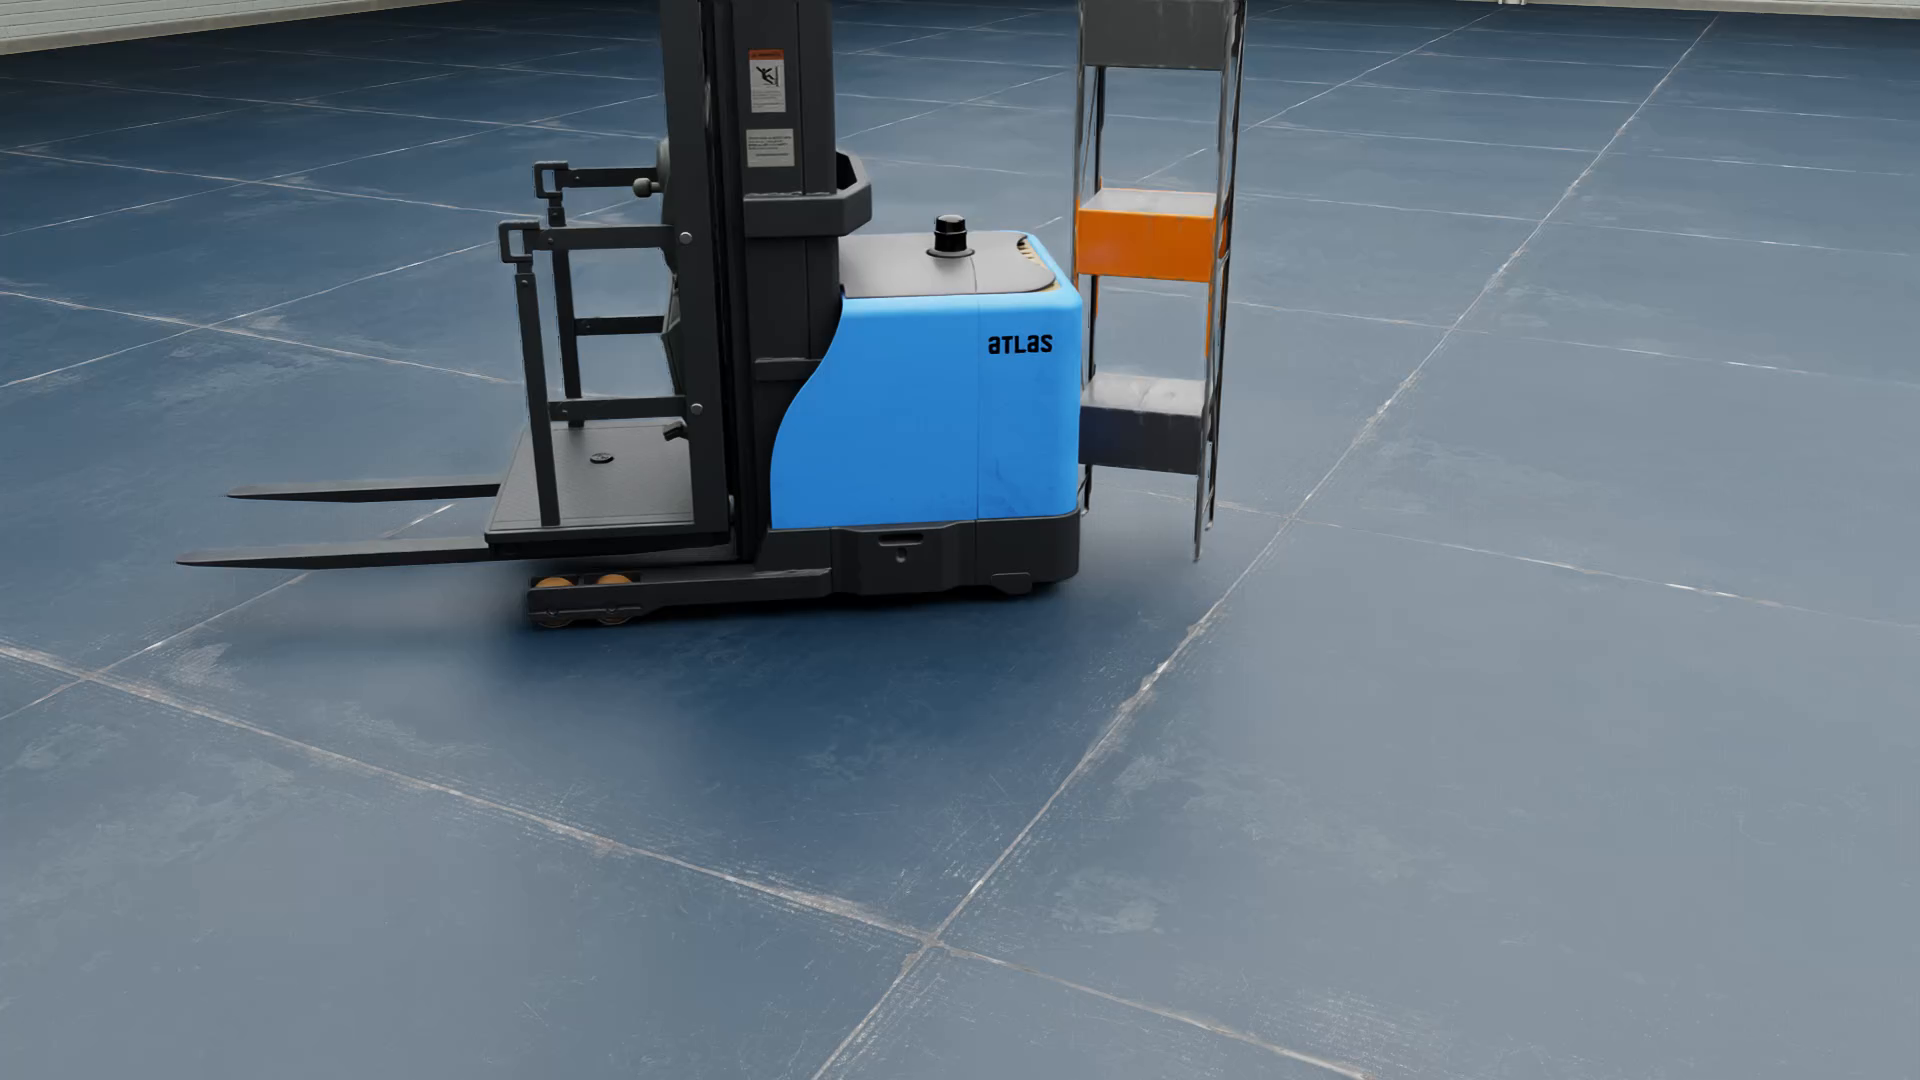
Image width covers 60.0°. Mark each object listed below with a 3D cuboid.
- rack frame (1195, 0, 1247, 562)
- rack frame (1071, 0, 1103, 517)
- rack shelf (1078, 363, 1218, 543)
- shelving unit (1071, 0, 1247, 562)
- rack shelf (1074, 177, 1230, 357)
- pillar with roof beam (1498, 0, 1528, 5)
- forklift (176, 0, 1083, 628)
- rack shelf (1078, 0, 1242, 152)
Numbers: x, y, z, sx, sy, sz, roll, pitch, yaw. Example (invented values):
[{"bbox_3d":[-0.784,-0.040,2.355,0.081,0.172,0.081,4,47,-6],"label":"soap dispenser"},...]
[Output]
[{"bbox_3d":[0.917,-0.962,5.829,0.015,2.100,0.400,6,24,14],"label":"rack frame"},{"bbox_3d":[0.447,-1.014,5.951,0.015,2.100,0.400,6,24,14],"label":"rack frame"},{"bbox_3d":[0.682,-0.331,6.170,0.480,0.518,0.431,6,24,14],"label":"rack shelf"},{"bbox_3d":[0.682,-0.988,5.890,0.503,2.100,0.431,6,24,14],"label":"shelving unit"},{"bbox_3d":[0.682,-0.976,5.896,0.480,0.518,0.431,6,24,14],"label":"rack shelf"},{"bbox_3d":[6.674,-11.001,20.619,0.400,9.000,9.100,11,25,25],"label":"pillar with roof beam"},{"bbox_3d":[-1.140,-1.274,5.500,3.031,2.935,1.130,-3,23,-7],"label":"forklift"},{"bbox_3d":[0.682,-1.620,5.622,0.480,0.518,0.431,6,24,14],"label":"rack shelf"}]
